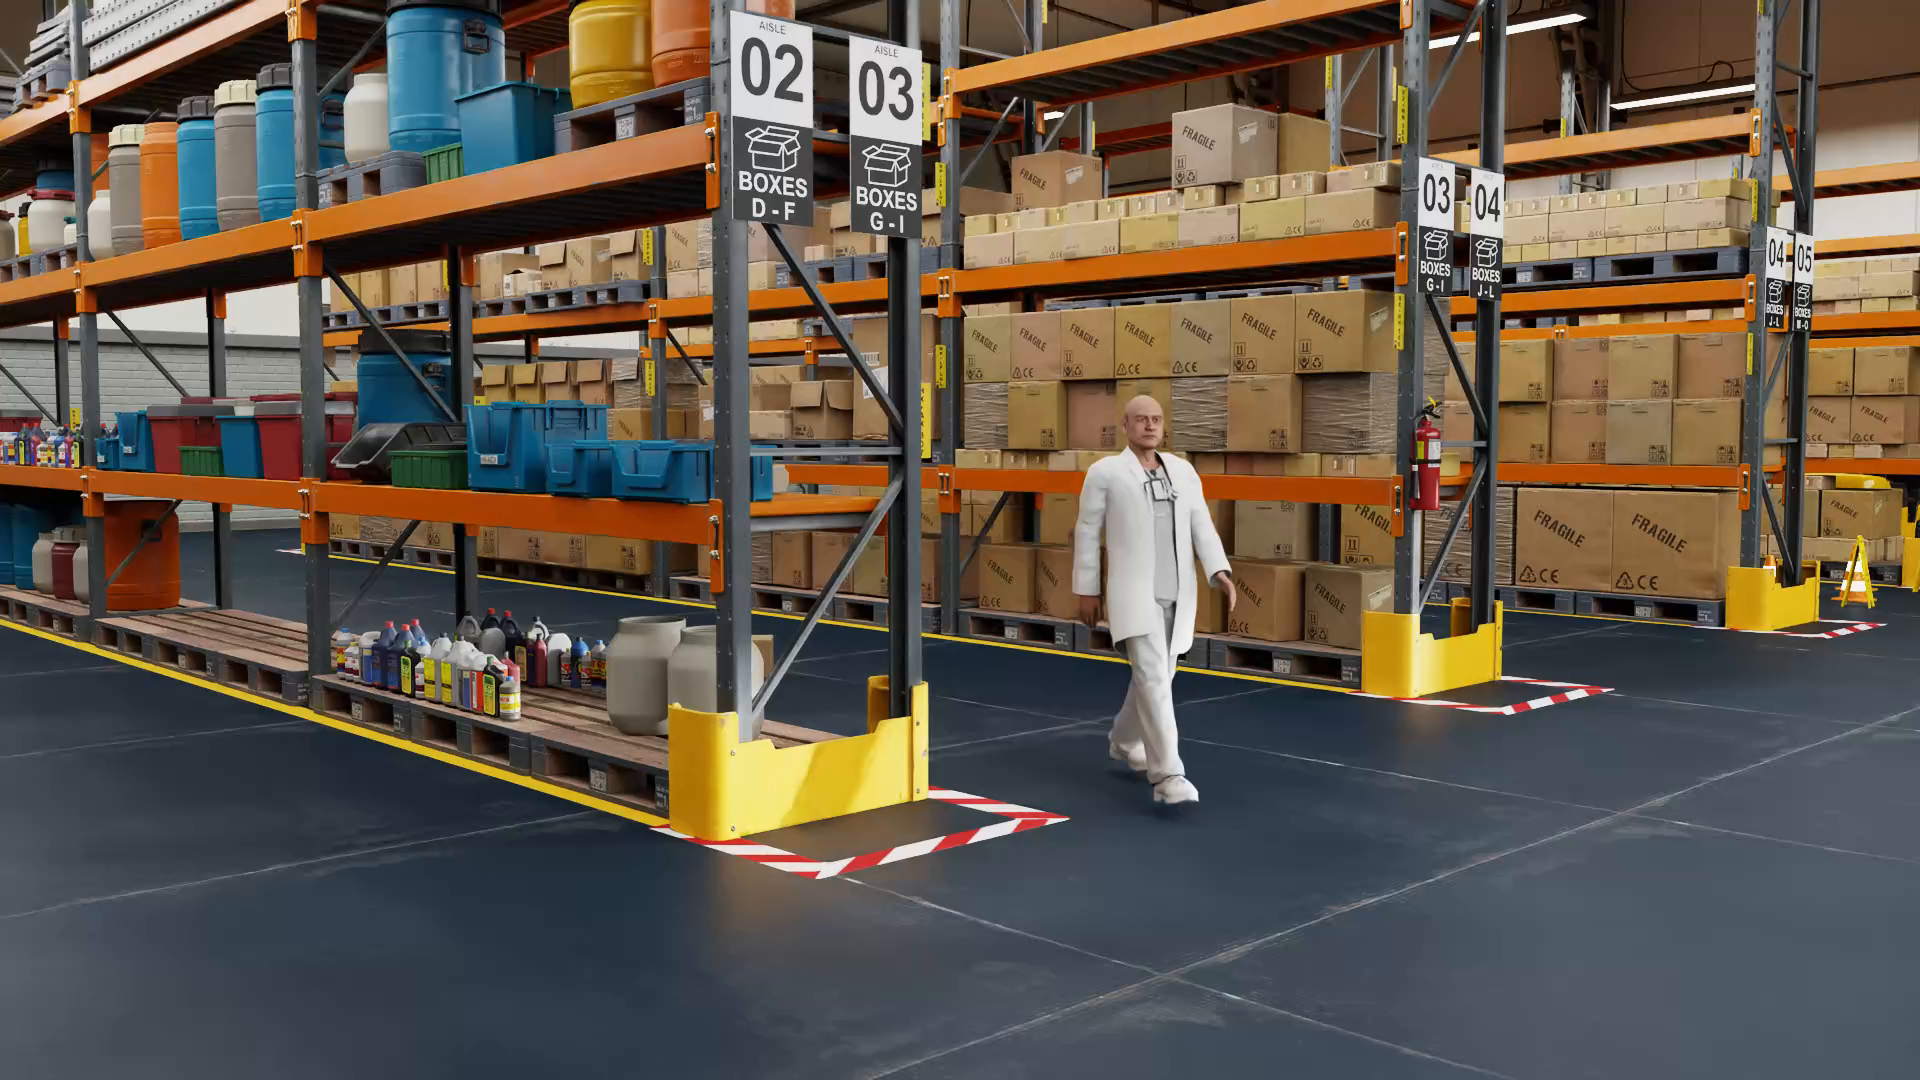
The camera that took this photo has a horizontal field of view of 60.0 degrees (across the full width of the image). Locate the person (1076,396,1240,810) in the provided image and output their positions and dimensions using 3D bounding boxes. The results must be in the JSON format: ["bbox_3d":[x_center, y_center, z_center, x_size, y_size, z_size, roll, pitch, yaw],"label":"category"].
[{"bbox_3d":[0.874,0.240,7.184,0.583,1.726,1.046,-2,4,-24],"label":"person"}]
